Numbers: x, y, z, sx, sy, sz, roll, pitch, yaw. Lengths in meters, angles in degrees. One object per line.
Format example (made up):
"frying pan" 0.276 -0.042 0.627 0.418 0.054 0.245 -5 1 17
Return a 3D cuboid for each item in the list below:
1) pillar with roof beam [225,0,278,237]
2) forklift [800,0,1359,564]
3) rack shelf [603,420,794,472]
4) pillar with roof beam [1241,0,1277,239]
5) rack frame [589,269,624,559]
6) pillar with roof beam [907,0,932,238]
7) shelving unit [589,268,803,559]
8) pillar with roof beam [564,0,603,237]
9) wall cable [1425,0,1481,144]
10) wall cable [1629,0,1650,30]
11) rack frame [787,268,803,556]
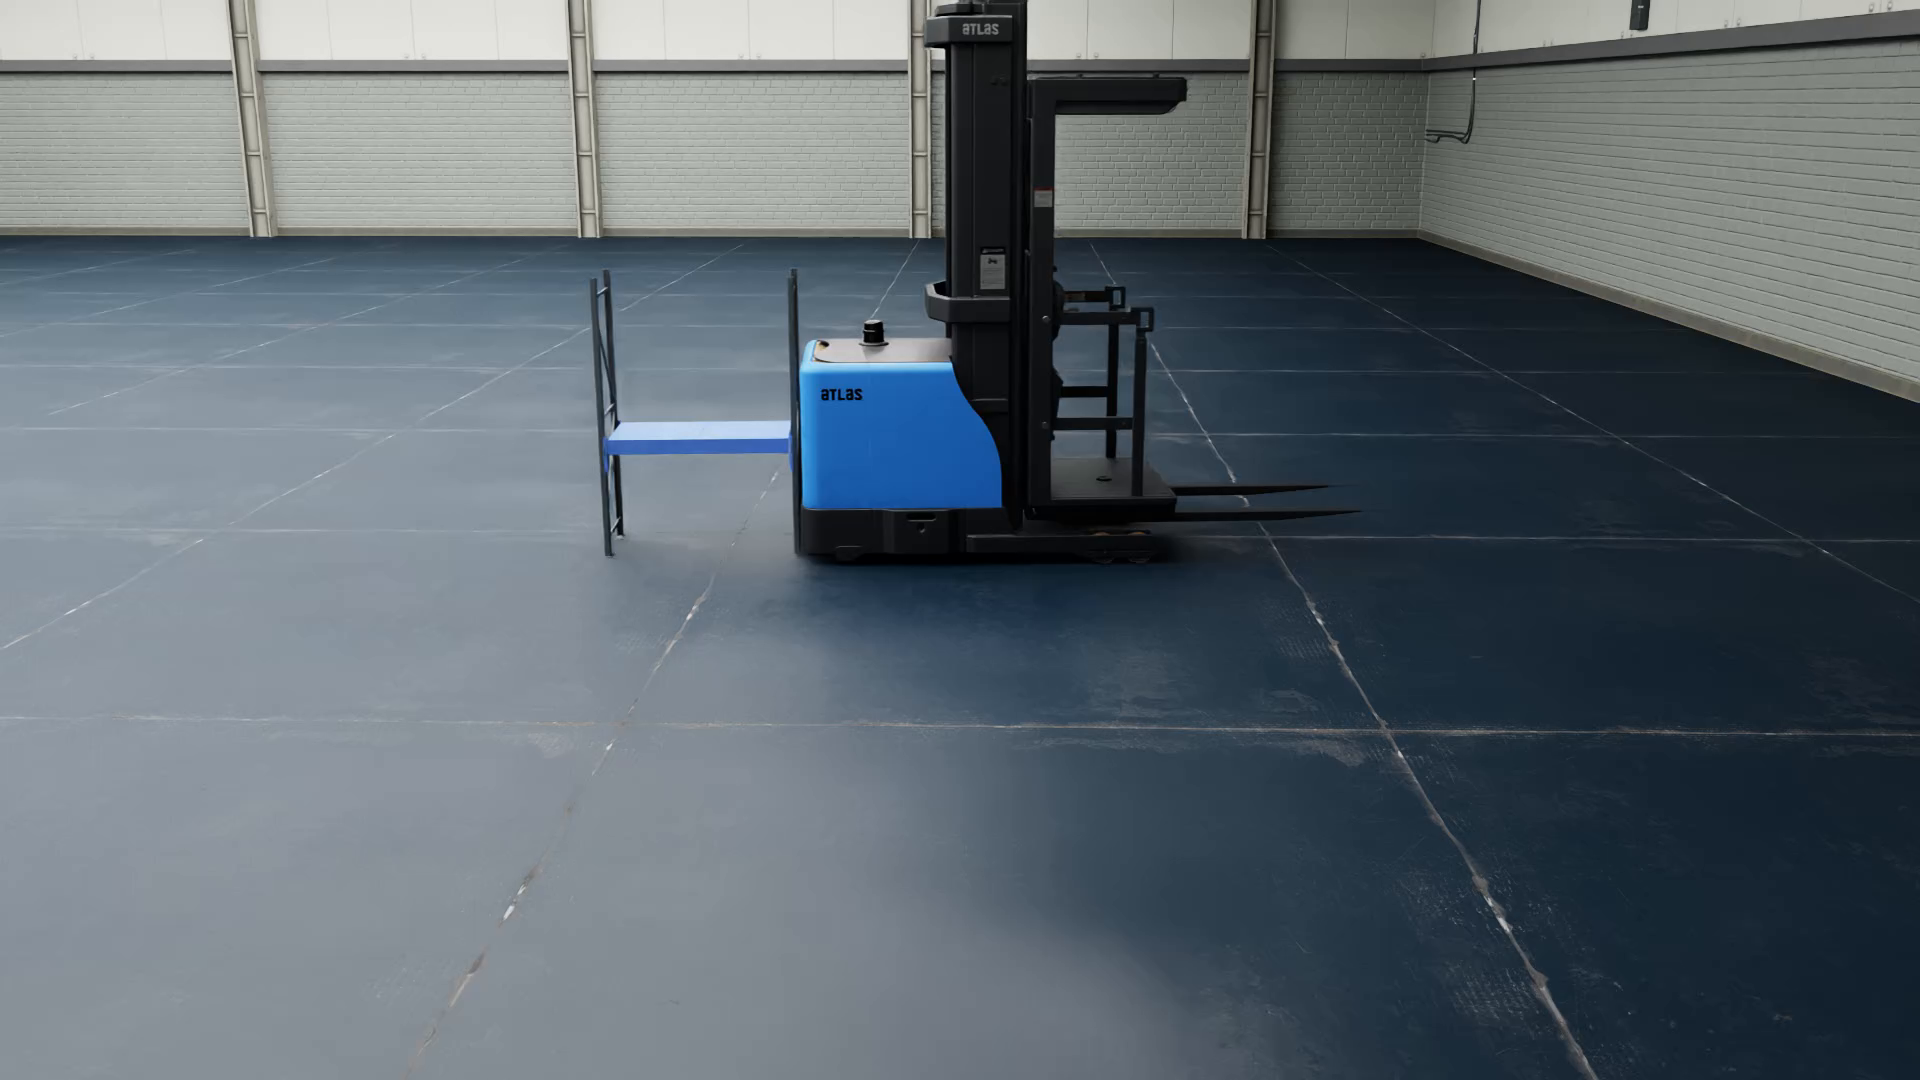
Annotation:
"pillar with roof beam" -12.818 -8.807 25.080 0.400 9.000 9.100 0 15 1
"forklift" 0.646 -1.426 8.999 3.031 2.935 1.130 -1 15 -3
"rack shelf" -1.402 -0.521 9.082 1.000 0.185 0.538 -1 15 -3
"pillar with roof beam" 5.176 -8.689 24.635 0.400 9.000 9.100 0 15 1
"rack frame" -1.910 -0.689 9.010 0.032 1.500 0.500 -1 15 -3
"pillar with roof beam" -0.822 -8.728 24.783 0.400 9.000 9.100 0 15 1
"shelving unit" -1.402 -0.695 9.036 1.048 1.500 0.538 -1 15 -3
"pillar with roof beam" -6.820 -8.768 24.932 0.400 9.000 9.100 0 15 1
"wall cable" 8.197 -7.929 27.842 0.112 2.526 3.097 0 15 1
"wall cable" 7.939 -8.654 17.836 0.169 6.003 2.305 0 15 1
"rack frame" -0.895 -0.702 9.061 0.032 1.500 0.500 -1 15 -3
